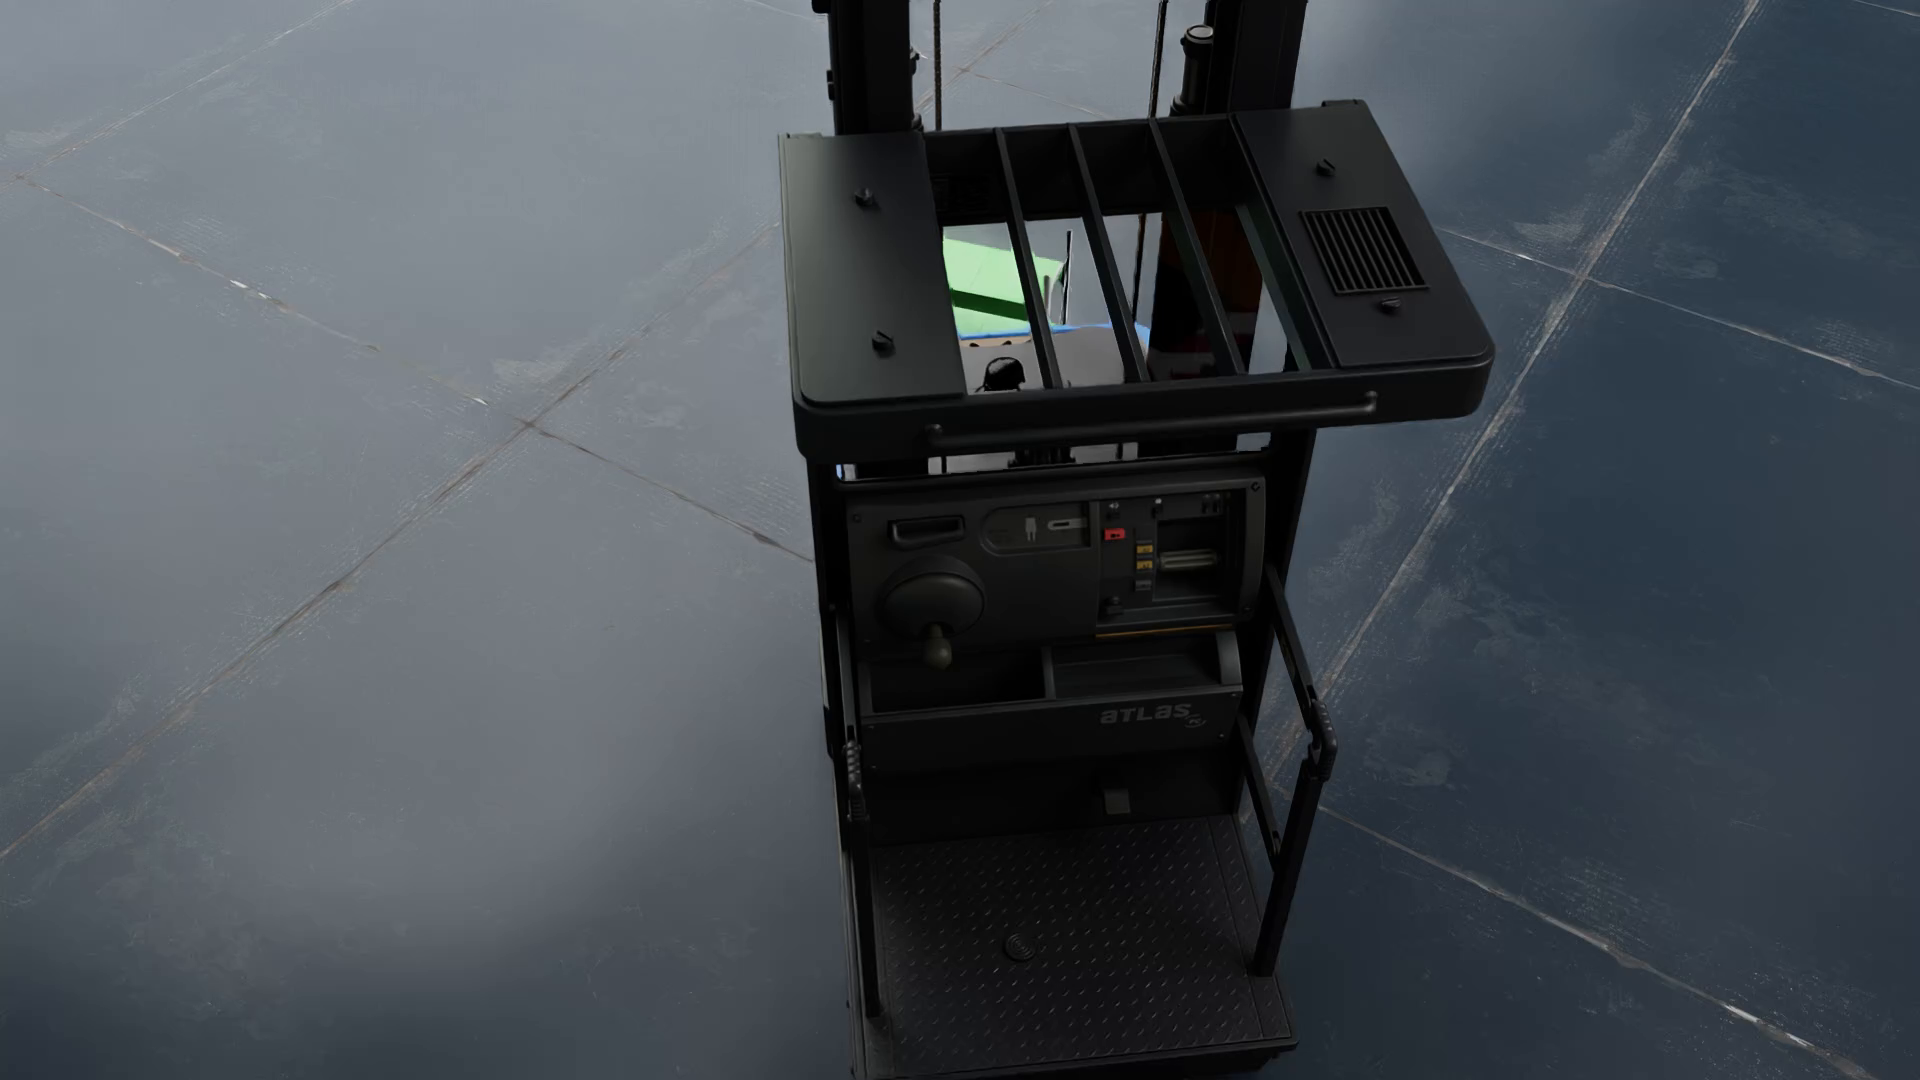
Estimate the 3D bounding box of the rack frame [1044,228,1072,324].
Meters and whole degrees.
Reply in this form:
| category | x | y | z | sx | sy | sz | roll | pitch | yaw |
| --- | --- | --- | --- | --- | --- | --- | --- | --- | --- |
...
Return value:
| category | x | y | z | sx | sy | sz | roll | pitch | yaw |
| --- | --- | --- | --- | --- | --- | --- | --- | --- | --- |
| rack frame | 0.291 | -0.435 | 5.336 | 0.015 | 1.200 | 0.240 | 14 | 47 | 13 |

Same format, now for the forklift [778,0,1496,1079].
| category | x | y | z | sx | sy | sz | roll | pitch | yaw |
| --- | --- | --- | --- | --- | --- | --- | --- | --- | --- |
| forklift | 0.243 | 0.159 | 3.551 | 1.130 | 2.935 | 3.031 | -5 | 46 | -4 |

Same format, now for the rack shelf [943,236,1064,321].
| category | x | y | z | sx | sy | sz | roll | pitch | yaw |
| --- | --- | --- | --- | --- | --- | --- | --- | --- | --- |
| rack shelf | 0.060 | -0.781 | 5.092 | 0.480 | 0.148 | 0.258 | 14 | 47 | 13 |

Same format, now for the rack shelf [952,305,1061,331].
| category | x | y | z | sx | sy | sz | roll | pitch | yaw |
| --- | --- | --- | --- | --- | --- | --- | --- | --- | --- |
| rack shelf | 0.060 | -0.613 | 5.264 | 0.480 | 0.148 | 0.258 | 14 | 47 | 13 |

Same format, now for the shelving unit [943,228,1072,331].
| category | x | y | z | sx | sy | sz | roll | pitch | yaw |
| --- | --- | --- | --- | --- | --- | --- | --- | --- | --- |
| shelving unit | 0.060 | -0.491 | 5.390 | 0.503 | 1.200 | 0.258 | 14 | 47 | 13 |
